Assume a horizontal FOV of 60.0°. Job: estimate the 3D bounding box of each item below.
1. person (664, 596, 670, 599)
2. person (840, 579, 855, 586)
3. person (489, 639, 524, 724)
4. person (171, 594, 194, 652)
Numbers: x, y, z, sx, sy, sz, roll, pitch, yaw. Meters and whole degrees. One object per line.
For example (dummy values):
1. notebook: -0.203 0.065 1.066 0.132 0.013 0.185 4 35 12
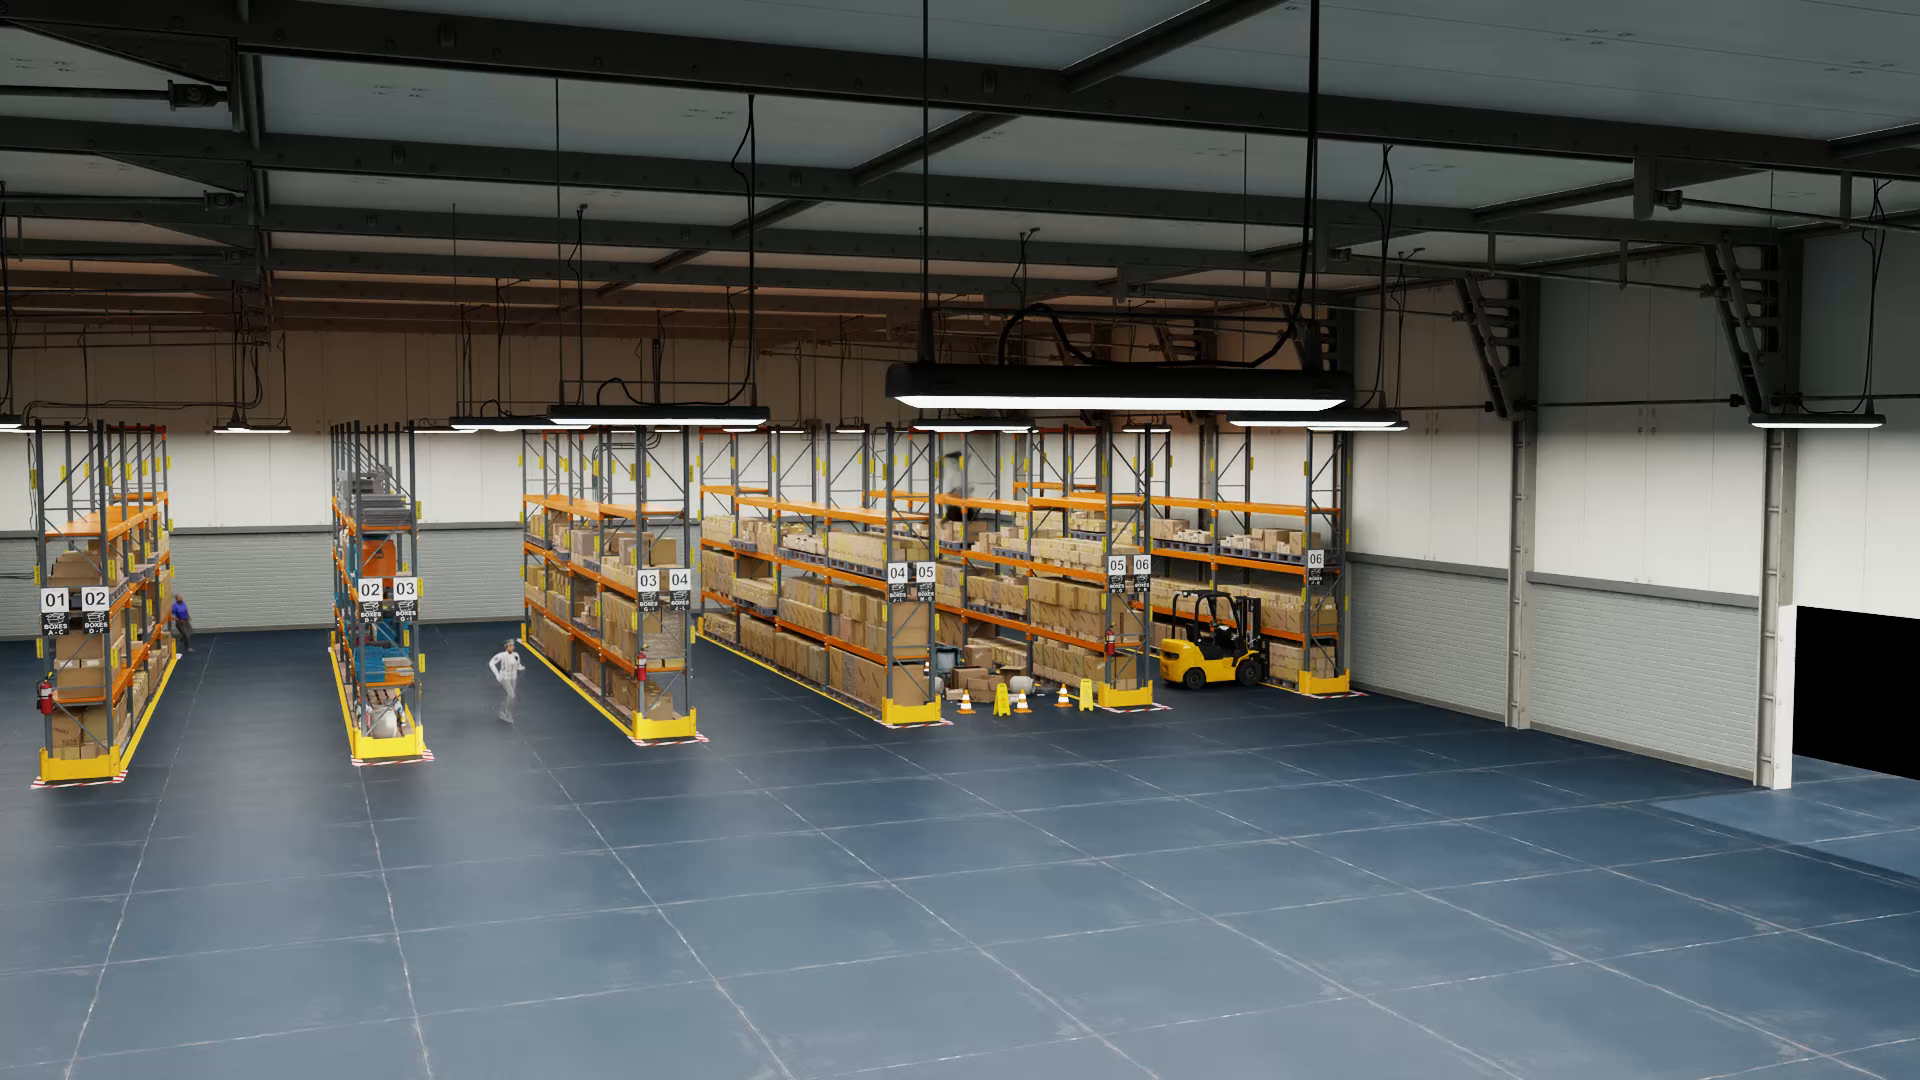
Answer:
1. person: -8.495 1.923 48.135 0.621 1.615 0.563 2 4 34
2. person: -3.577 1.575 52.253 0.955 1.737 0.730 -3 5 -40
3. person: -9.018 2.822 33.198 0.757 1.721 0.613 3 5 40
4. person: -20.635 2.203 44.023 0.538 1.558 0.649 1 4 22
